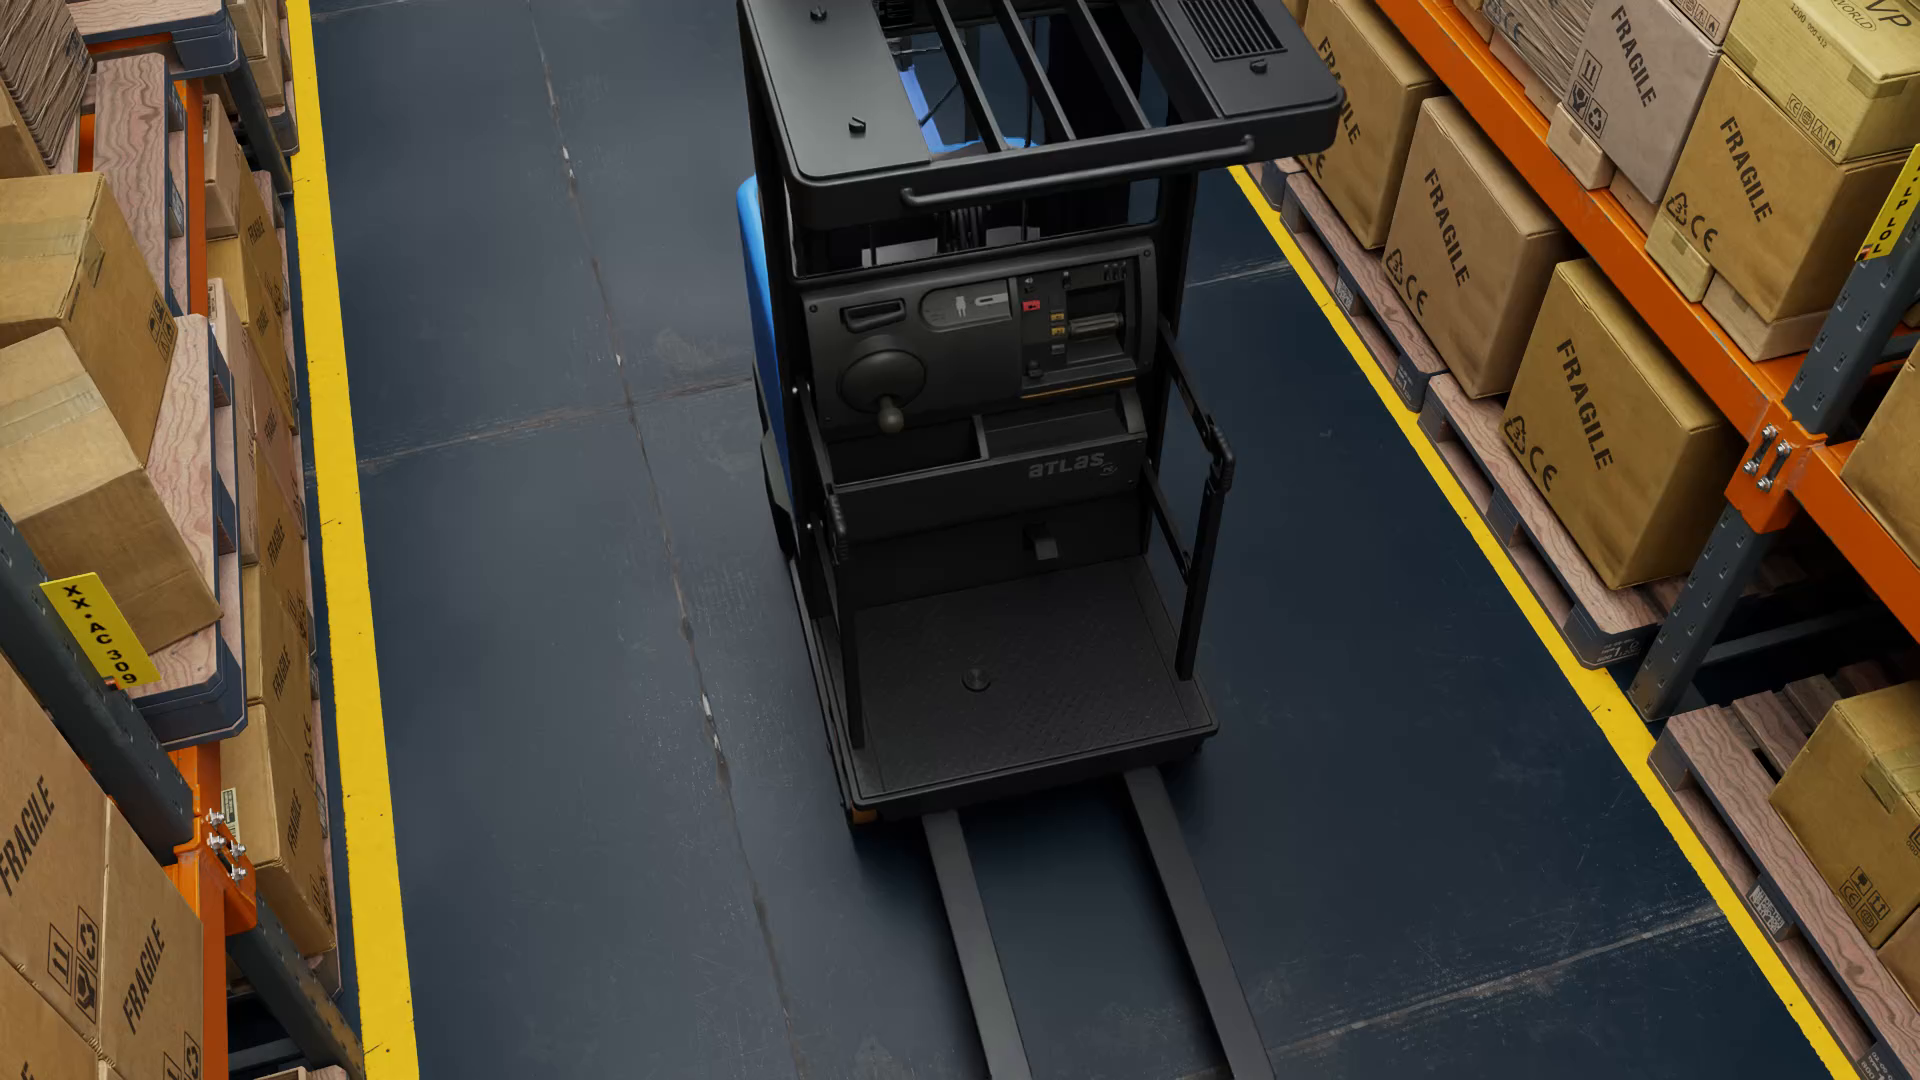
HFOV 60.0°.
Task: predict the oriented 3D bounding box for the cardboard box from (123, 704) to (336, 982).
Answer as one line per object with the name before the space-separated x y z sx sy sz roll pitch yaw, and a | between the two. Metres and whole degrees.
cardboard box | -2.014 0.837 4.429 0.500 0.500 0.500 -15 52 -13

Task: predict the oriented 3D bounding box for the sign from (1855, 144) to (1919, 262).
sign | 2.112 -0.759 3.722 0.100 0.325 0.005 -13 51 -11

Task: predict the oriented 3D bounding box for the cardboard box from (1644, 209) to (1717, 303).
cardboard box | 2.160 -0.828 4.638 0.380 0.149 0.250 -12 51 -10

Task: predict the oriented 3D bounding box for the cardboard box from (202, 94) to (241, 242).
cardboard box | -2.765 -1.247 5.696 0.500 0.250 0.500 -12 51 -10

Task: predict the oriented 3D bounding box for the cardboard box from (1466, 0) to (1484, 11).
cardboard box | 1.797 -2.058 5.250 0.500 0.500 0.500 -12 51 -10

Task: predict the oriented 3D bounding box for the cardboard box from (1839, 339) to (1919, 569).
cardboard box | 2.772 -0.238 3.792 0.980 0.700 0.700 -13 51 -10

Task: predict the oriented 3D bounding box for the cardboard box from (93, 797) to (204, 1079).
cardboard box | -1.711 0.857 3.000 0.500 0.500 0.500 -13 51 -10

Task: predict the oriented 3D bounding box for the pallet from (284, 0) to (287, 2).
pallet | -3.850 -2.940 8.091 1.003 0.211 1.213 -13 51 -11

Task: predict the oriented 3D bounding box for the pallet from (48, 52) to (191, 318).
pallet | -2.707 -0.858 4.637 1.003 0.211 1.213 -13 51 -11

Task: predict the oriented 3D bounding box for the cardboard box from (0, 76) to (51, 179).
cardboard box | -2.685 -0.862 4.175 0.700 0.500 0.500 -25 54 -20

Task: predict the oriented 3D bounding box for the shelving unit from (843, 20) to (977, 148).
shelving unit | -0.314 -1.533 6.062 0.538 1.500 1.048 -11 51 -9

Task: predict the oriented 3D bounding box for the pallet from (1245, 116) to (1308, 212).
pallet | 1.606 -1.971 7.273 1.003 0.211 1.213 -13 51 -11

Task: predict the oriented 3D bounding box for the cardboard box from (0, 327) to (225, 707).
cardboard box | -2.030 0.018 3.433 0.700 0.500 0.500 -30 56 -23

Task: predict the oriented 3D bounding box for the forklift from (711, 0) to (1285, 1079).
forklift | 0.035 -0.433 4.198 1.130 2.935 3.031 -5 50 -4

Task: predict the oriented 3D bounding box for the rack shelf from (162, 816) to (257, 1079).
rack shelf | -1.512 2.274 2.341 1.077 0.370 4.000 -13 51 -11

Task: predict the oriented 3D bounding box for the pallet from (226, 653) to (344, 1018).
pallet | -2.380 0.895 4.857 1.003 0.211 1.213 -13 51 -11

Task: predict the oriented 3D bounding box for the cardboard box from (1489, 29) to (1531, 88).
cardboard box | 1.923 -1.587 5.277 0.380 0.149 0.250 -15 51 -12

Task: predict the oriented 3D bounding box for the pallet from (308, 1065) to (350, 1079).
pallet | -1.901 1.982 3.941 1.003 0.211 1.213 -13 51 -11

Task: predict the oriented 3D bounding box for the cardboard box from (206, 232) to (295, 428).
cardboard box | -2.633 -0.668 5.698 0.500 0.500 0.500 -15 51 -12

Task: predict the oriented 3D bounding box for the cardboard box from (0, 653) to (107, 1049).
cardboard box | -1.707 0.538 2.615 0.500 0.500 0.500 -13 51 -11

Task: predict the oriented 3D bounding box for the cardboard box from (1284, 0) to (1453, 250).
cardboard box | 1.790 -1.697 6.350 0.750 0.750 0.750 -14 51 -11

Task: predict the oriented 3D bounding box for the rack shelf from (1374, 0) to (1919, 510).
rack shelf | 2.036 -1.770 5.751 1.077 0.370 4.000 -13 51 -11

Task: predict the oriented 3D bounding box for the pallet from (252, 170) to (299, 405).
pallet | -3.102 -0.887 6.360 1.003 0.211 1.213 -13 51 -11

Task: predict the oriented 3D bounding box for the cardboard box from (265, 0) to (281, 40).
cardboard box | -3.310 -2.405 7.339 0.500 0.250 0.500 -15 51 -12

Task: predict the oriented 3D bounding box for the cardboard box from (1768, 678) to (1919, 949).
cardboard box | 2.751 0.699 4.559 0.700 0.500 0.500 -13 51 -11

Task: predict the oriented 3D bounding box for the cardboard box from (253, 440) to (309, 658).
cardboard box | -2.323 0.084 5.065 0.500 0.500 0.500 -13 51 -11

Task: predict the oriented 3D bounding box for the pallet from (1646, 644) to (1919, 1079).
pallet | 2.778 0.931 4.827 1.003 0.211 1.213 -13 51 -11

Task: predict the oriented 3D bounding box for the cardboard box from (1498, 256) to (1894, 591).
cardboard box | 2.311 -0.429 5.281 0.750 0.750 0.750 -13 51 -11

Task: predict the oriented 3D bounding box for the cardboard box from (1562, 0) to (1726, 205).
cardboard box | 2.090 -1.326 4.633 0.500 0.500 0.500 -13 51 -11

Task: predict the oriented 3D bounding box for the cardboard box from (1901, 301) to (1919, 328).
cardboard box | 2.718 -0.756 4.577 0.380 0.149 0.250 -15 51 -12

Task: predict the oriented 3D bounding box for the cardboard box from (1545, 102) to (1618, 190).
cardboard box | 1.992 -1.207 4.957 0.380 0.149 0.250 -13 51 -11

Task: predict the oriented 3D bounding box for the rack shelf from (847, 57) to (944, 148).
rack shelf | -0.314 -1.417 6.199 0.538 0.185 1.000 -11 51 -9

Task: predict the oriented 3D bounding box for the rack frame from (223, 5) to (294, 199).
rack frame | -3.286 -2.340 5.760 1.000 3.000 0.127 -13 51 -11

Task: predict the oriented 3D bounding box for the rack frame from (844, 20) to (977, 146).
rack frame | -0.191 -1.156 5.744 0.500 1.500 0.032 -11 51 -9

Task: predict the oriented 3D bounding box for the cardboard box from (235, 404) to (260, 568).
cardboard box | -2.309 -0.135 4.758 0.500 0.250 0.500 -13 51 -11
